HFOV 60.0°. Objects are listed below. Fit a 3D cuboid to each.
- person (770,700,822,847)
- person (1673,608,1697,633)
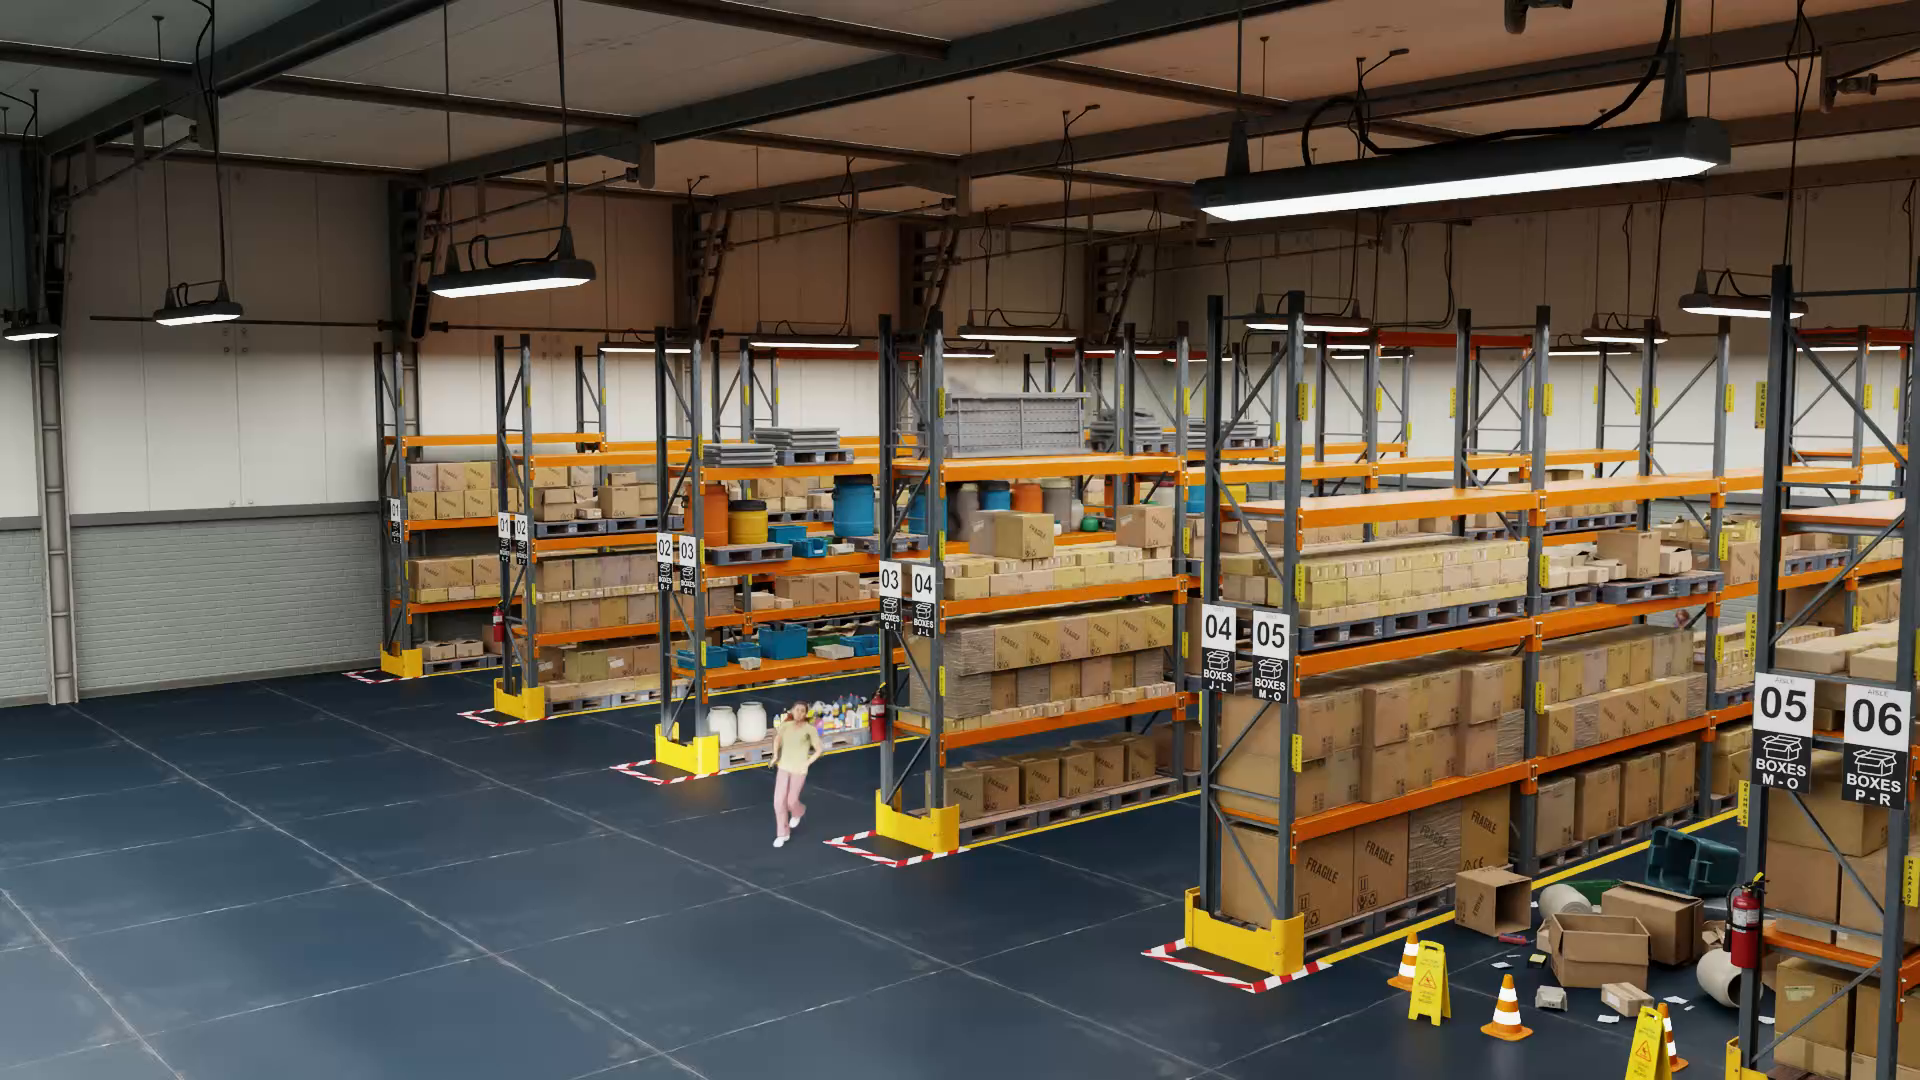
[{"bbox_3d":[-1.857,2.633,19.003,0.620,1.646,0.693,2,5,17],"label":"person"},{"bbox_3d":[11.825,1.911,27.232,0.539,1.576,0.648,5,7,44],"label":"person"}]
